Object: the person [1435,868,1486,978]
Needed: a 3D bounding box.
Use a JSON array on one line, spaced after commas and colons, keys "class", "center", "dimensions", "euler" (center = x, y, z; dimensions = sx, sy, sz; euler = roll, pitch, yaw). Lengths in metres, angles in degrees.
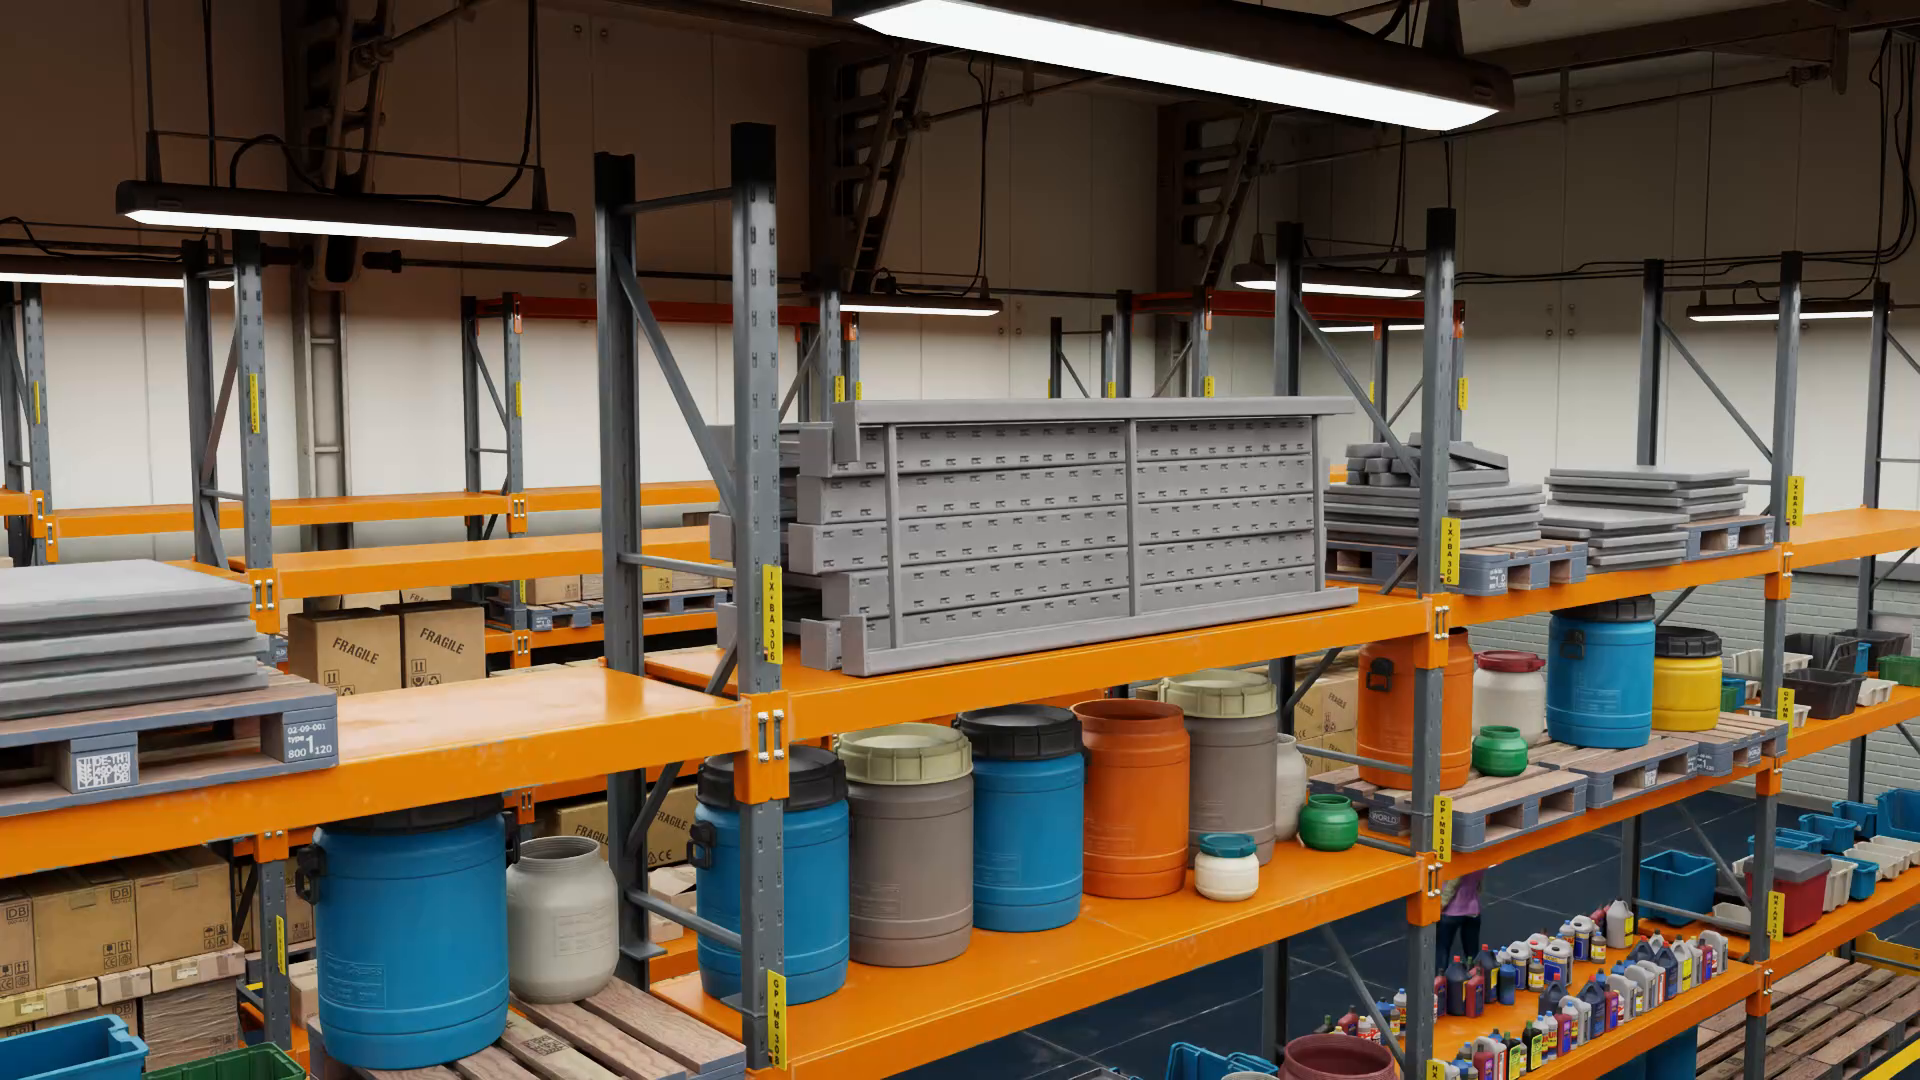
[{"class": "person", "center": [4.081, 3.082, 13.683], "dimensions": [0.491, 1.594, 0.428], "euler": [-2, 6, -20]}]
